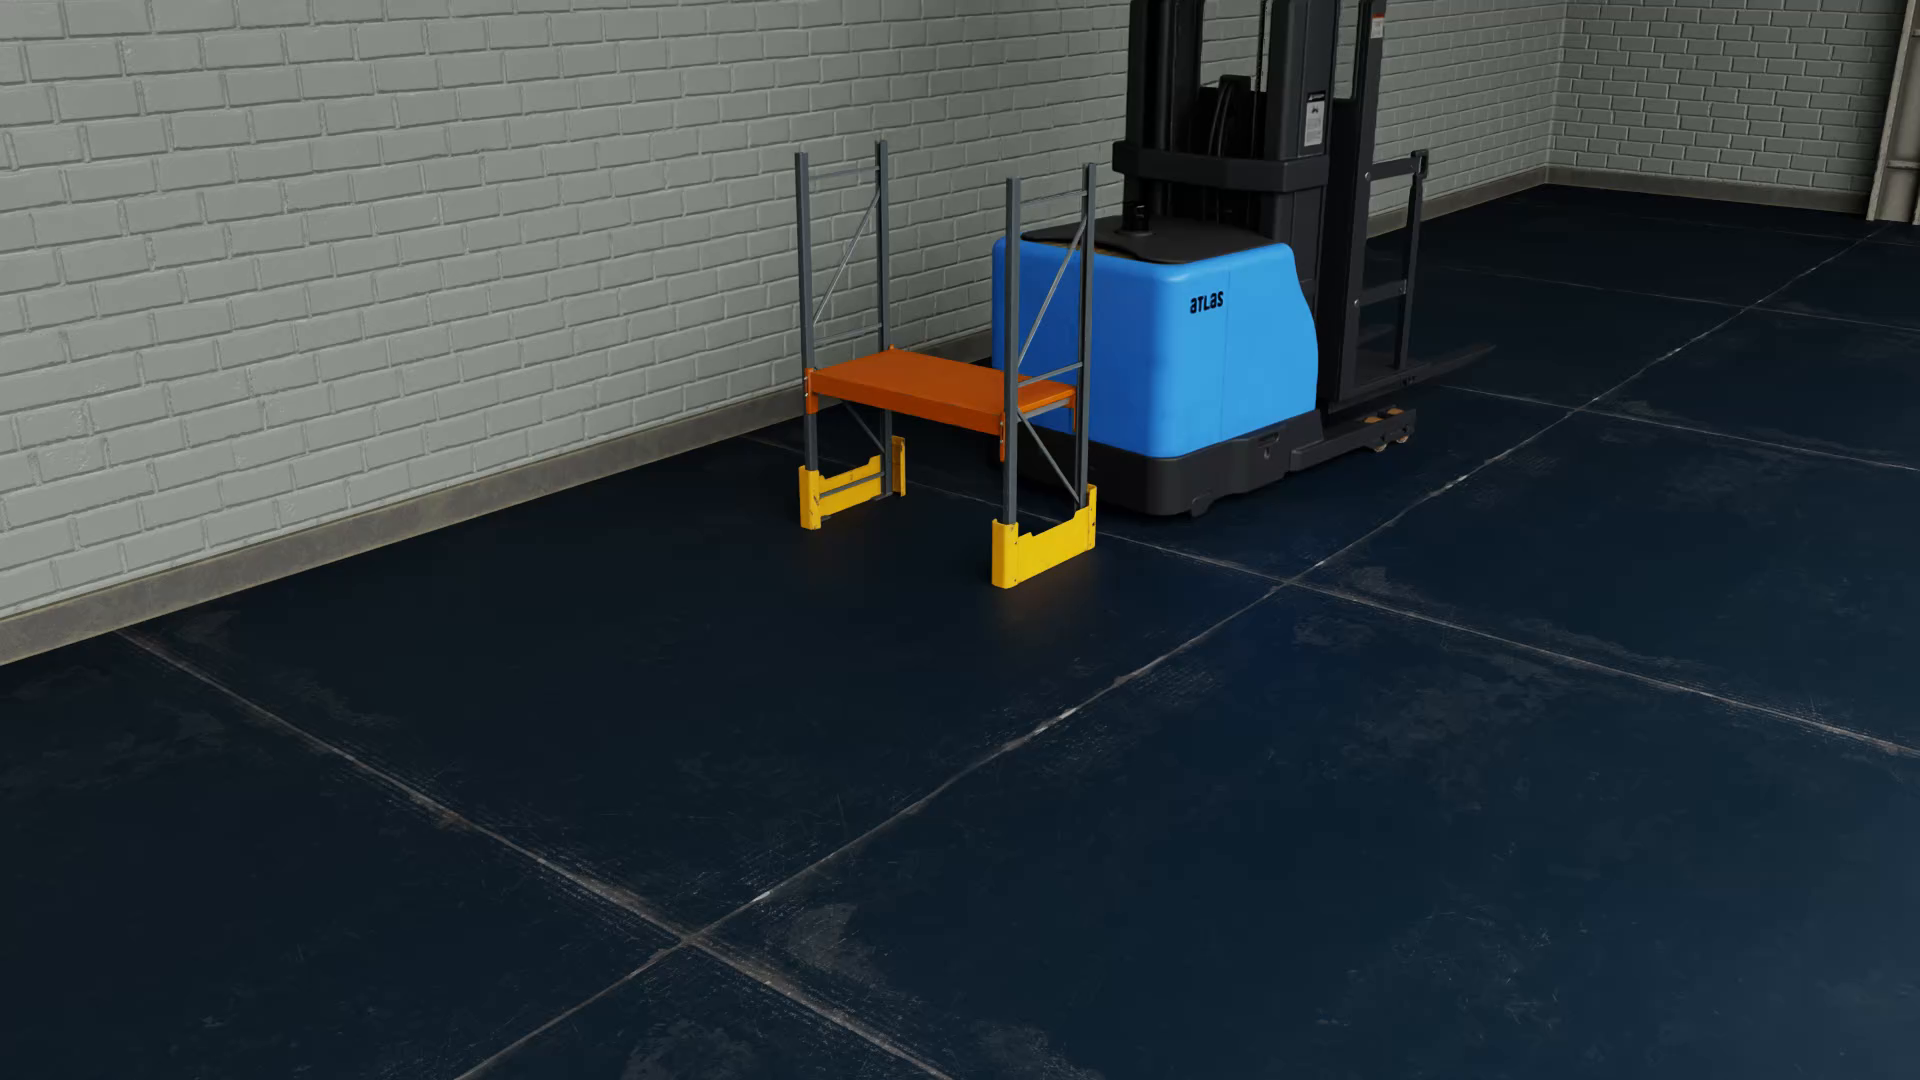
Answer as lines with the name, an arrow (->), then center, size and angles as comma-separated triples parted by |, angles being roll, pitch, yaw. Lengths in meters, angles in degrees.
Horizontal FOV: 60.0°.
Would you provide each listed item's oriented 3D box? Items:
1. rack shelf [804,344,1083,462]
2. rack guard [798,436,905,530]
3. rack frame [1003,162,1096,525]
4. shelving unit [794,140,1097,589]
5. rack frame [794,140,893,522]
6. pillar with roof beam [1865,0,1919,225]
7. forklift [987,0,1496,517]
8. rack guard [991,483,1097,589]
rack shelf -> -0.066, -0.552, 6.517 | 1.000, 0.185, 0.538 | 16, 26, 36
rack guard -> -0.445, -0.245, 6.964 | 0.087, 0.250, 0.587 | 16, 26, 36
rack frame -> 0.328, -0.607, 6.153 | 0.032, 1.500, 0.500 | 16, 26, 36
shelving unit -> -0.059, -0.719, 6.449 | 1.083, 1.500, 0.587 | 16, 26, 36
rack frame -> -0.460, -0.834, 6.755 | 0.032, 1.500, 0.500 | 16, 26, 36
pillar with roof beam -> 4.951, -5.658, 8.918 | 0.400, 9.000, 9.100 | 16, 26, 36
forklift -> 1.519, -1.894, 7.537 | 3.031, 2.935, 1.130 | -19, 28, -41
rack guard -> 0.327, -0.023, 6.375 | 0.087, 0.250, 0.587 | 16, 26, 36
